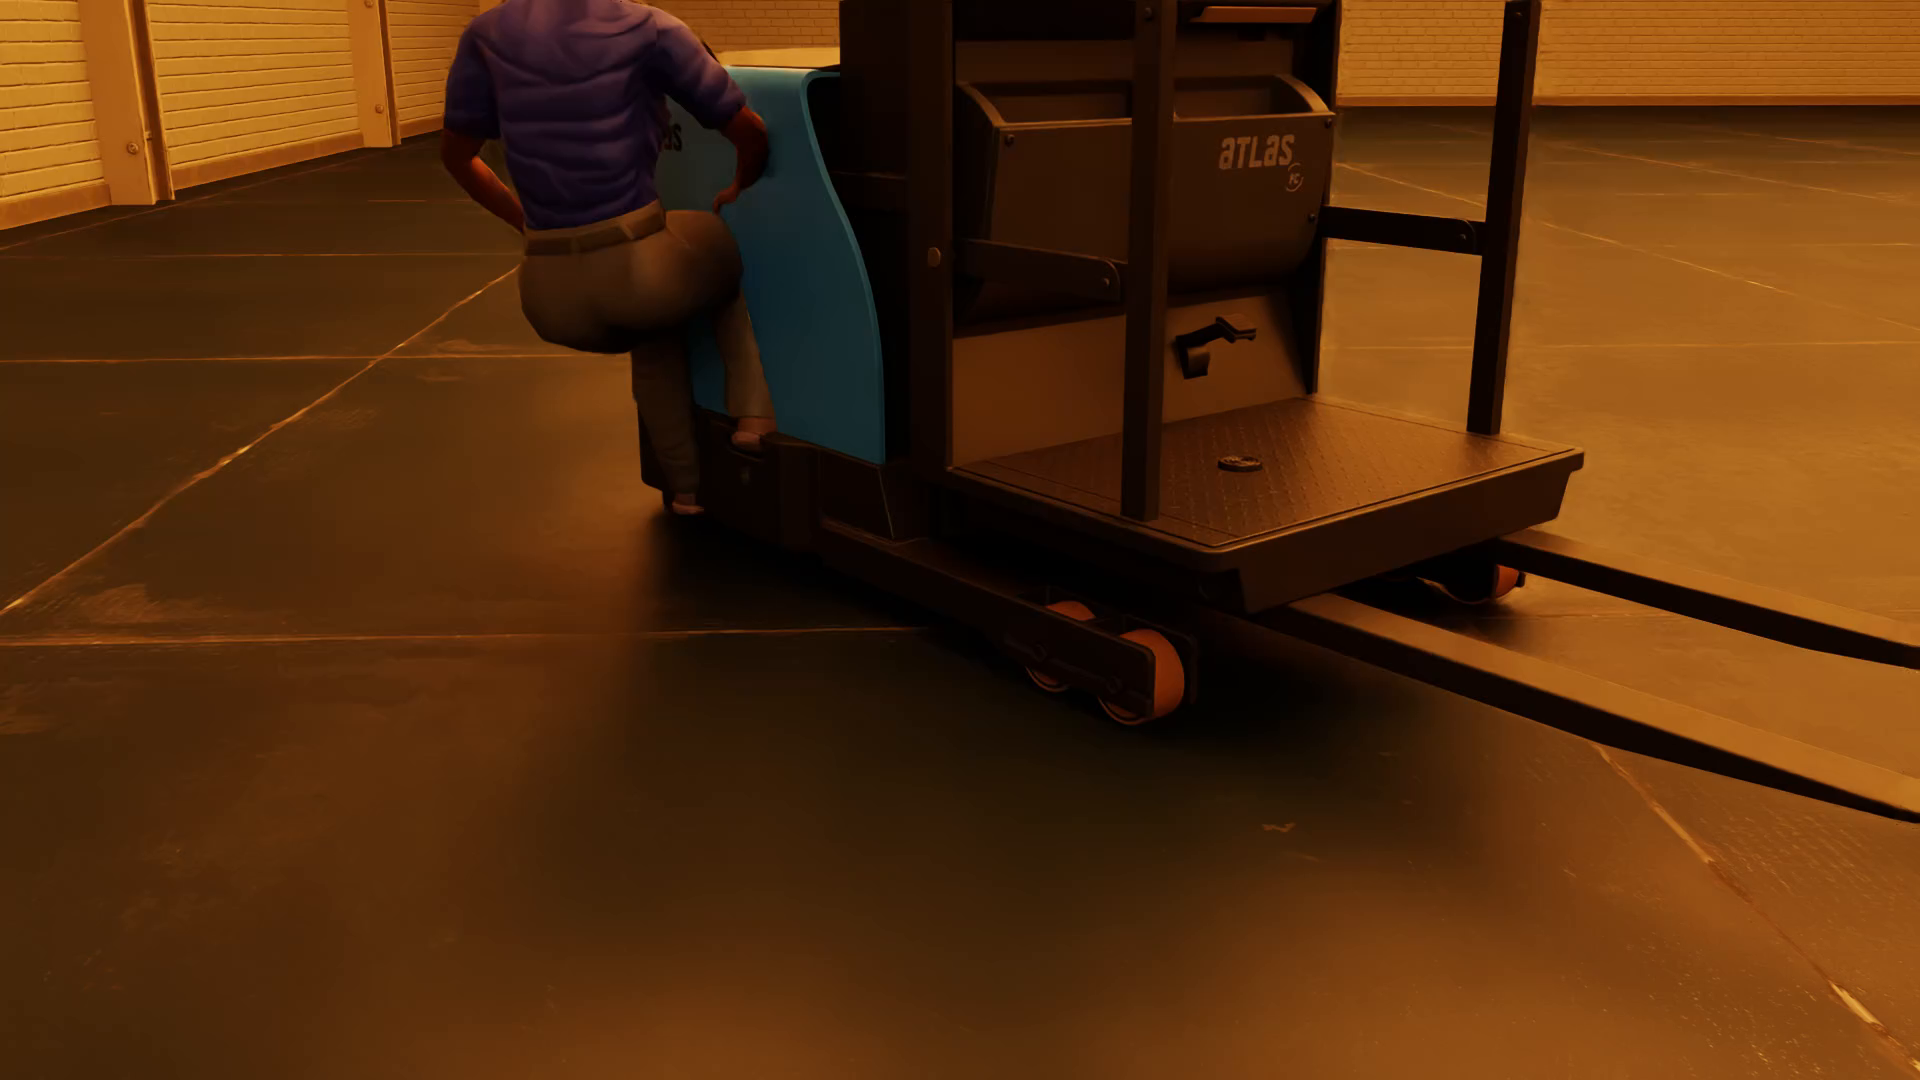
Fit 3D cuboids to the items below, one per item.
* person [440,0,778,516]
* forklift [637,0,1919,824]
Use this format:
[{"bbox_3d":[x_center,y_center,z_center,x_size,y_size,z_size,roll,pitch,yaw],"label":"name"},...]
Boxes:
[{"bbox_3d":[-0.662,-0.683,3.617,0.721,1.393,0.800,3,17,9],"label":"person"},{"bbox_3d":[0.519,-1.246,2.980,1.130,2.935,3.031,-13,21,-37],"label":"forklift"}]
